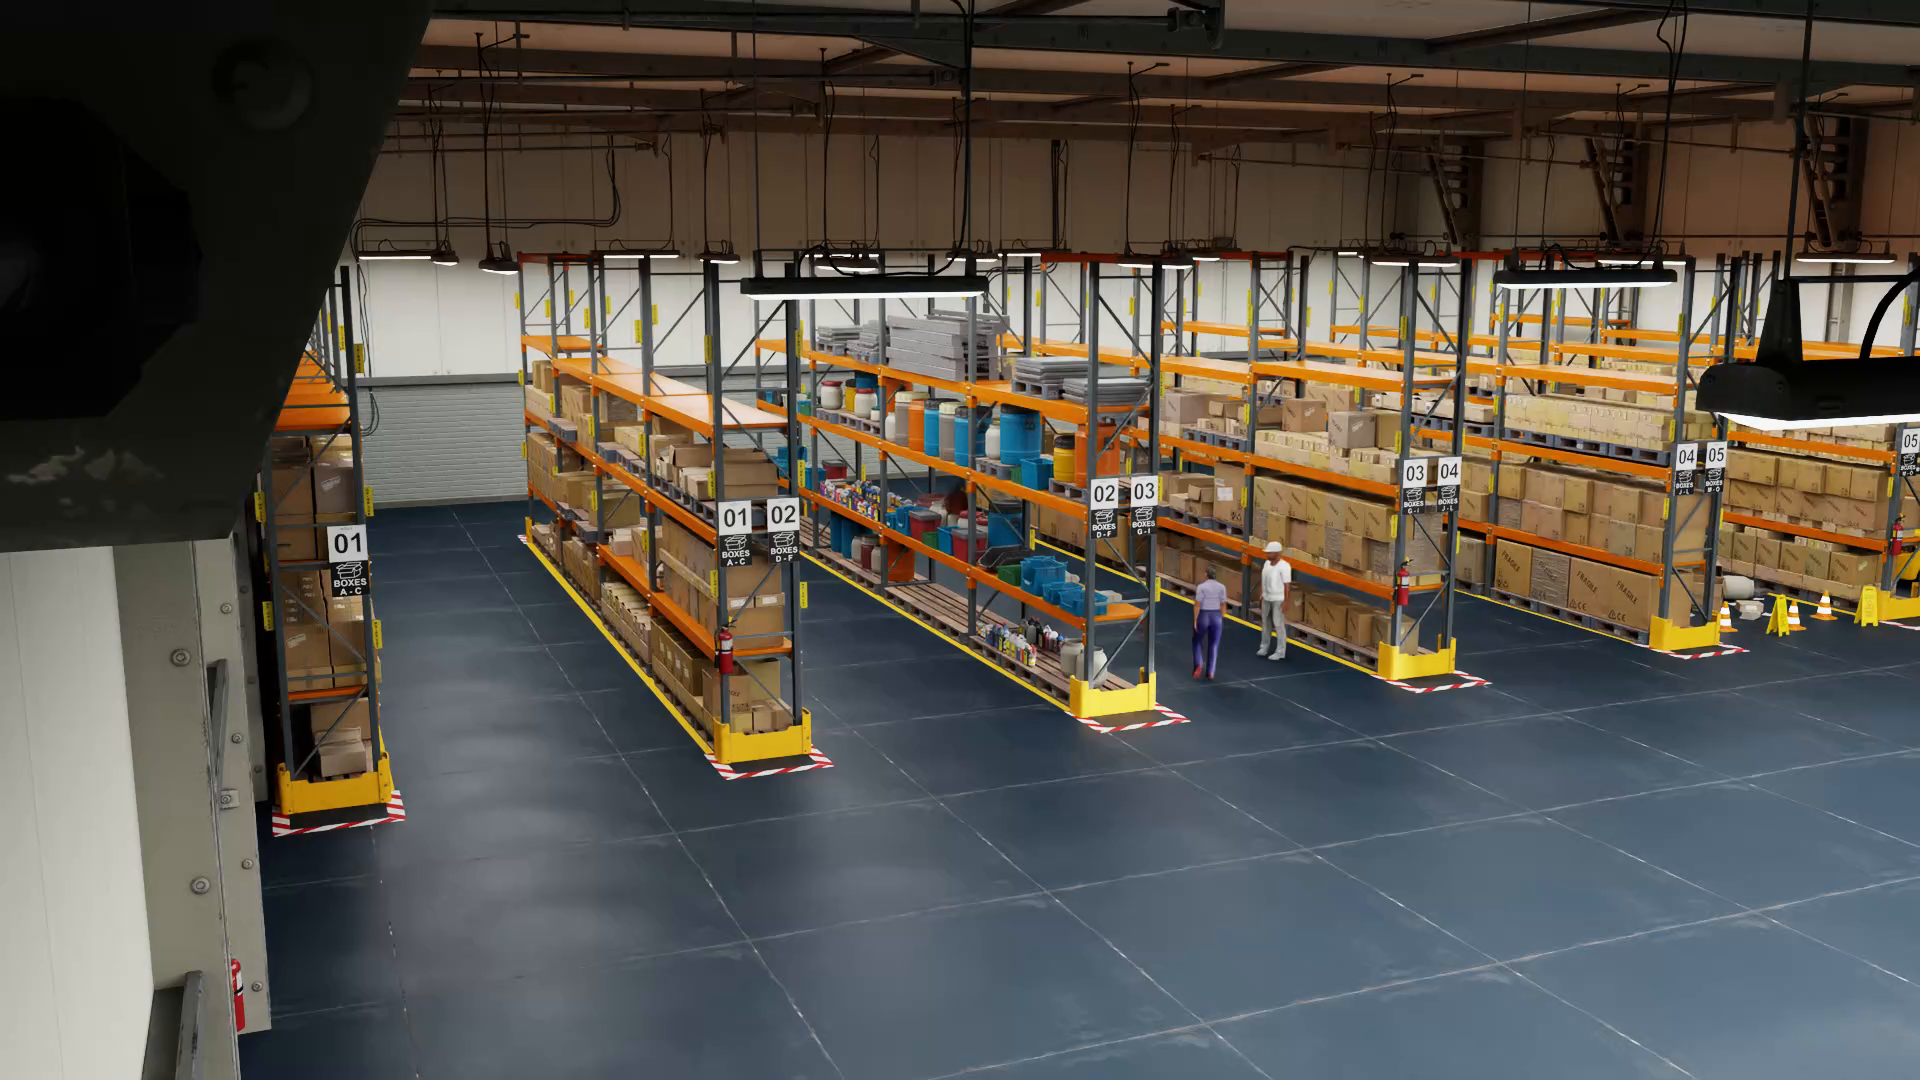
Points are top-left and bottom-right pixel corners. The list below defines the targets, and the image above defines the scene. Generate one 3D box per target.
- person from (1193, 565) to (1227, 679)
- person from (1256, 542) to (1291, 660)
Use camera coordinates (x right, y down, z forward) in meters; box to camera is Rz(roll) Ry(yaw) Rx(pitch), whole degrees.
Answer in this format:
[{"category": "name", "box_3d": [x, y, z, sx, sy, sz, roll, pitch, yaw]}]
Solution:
[{"category": "person", "box_3d": [3.602, 1.194, 23.979, 0.479, 1.649, 0.425, 2, 10, 9]}, {"category": "person", "box_3d": [4.730, 0.896, 25.189, 0.404, 1.770, 0.613, -6, 12, -31]}]
